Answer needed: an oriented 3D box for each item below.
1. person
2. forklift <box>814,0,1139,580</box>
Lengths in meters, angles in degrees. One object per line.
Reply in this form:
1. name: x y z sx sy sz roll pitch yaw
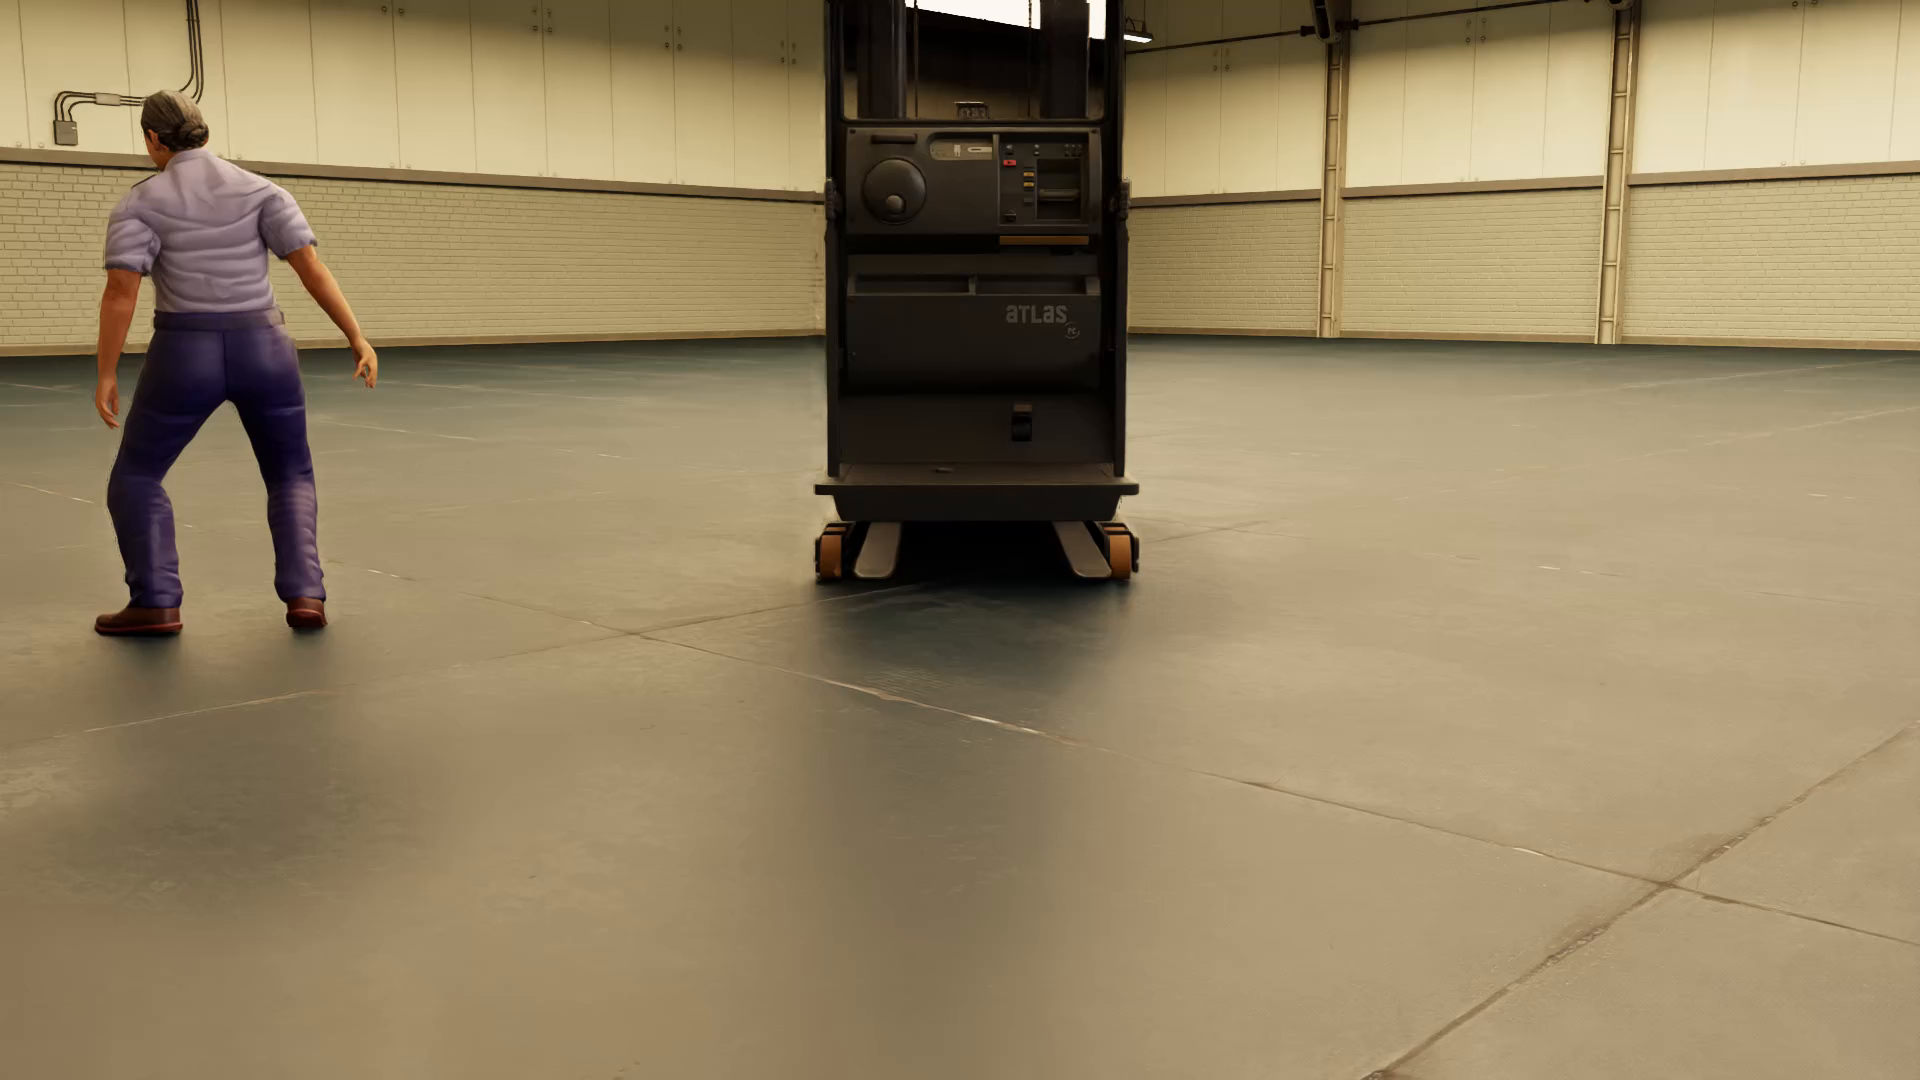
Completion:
1. person: -2.158 -0.502 4.915 0.823 1.624 0.484 -4 9 -25
2. forklift: 0.053 -1.353 5.856 1.130 2.935 3.031 0 9 0
